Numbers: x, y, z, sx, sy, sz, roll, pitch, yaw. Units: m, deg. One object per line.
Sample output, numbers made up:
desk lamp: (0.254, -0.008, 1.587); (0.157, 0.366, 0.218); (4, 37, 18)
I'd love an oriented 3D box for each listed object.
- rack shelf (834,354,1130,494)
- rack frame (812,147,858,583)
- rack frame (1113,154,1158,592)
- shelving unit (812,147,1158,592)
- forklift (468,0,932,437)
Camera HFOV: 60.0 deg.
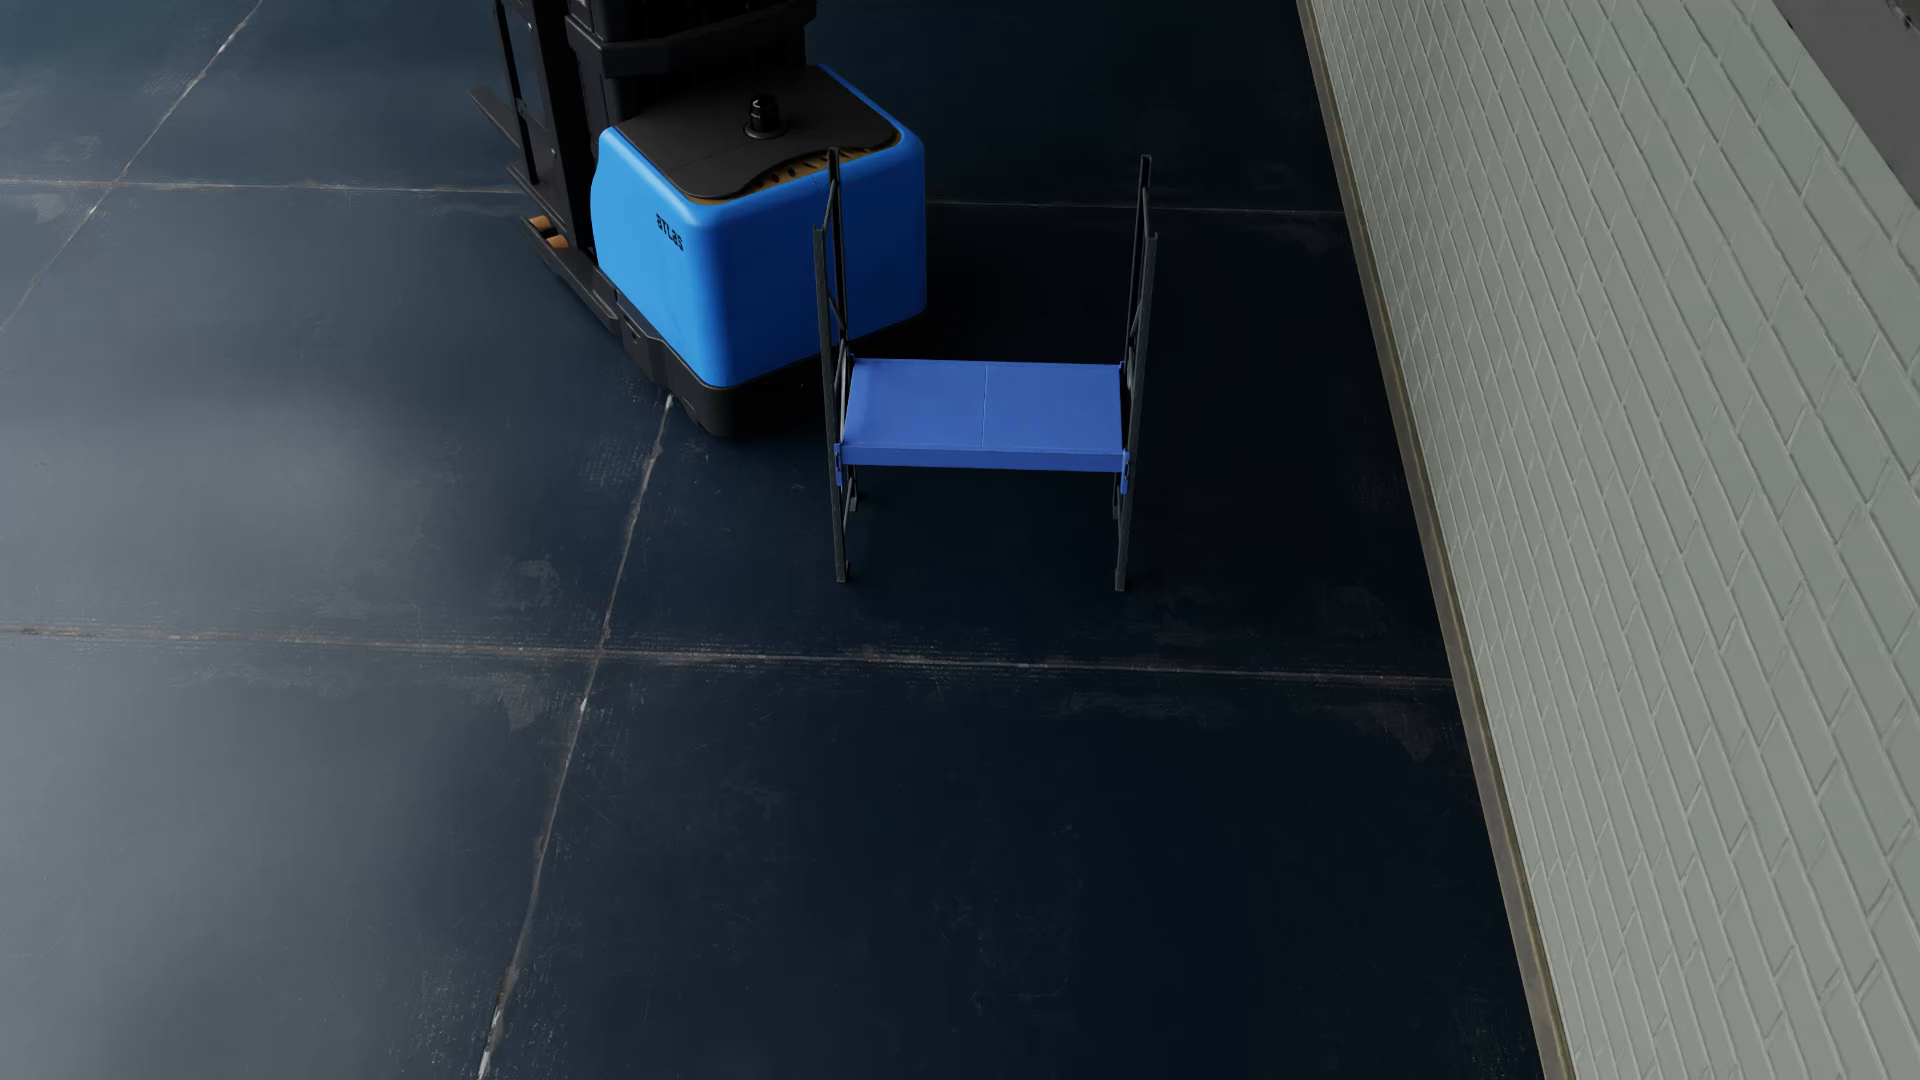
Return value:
rack shelf: (0.085, -0.415, 5.859); (1.000, 0.185, 0.538); (2, 43, 2)
rack frame: (-0.423, -0.562, 5.753); (0.032, 1.500, 0.500); (2, 43, 2)
rack frame: (0.593, -0.531, 5.719); (0.032, 1.500, 0.500); (2, 43, 2)
shelving unit: (0.085, -0.546, 5.736); (1.048, 1.500, 0.538); (2, 43, 2)
forklift: (-1.356, -2.453, 6.733); (1.130, 2.935, 3.031); (-25, 48, -24)
